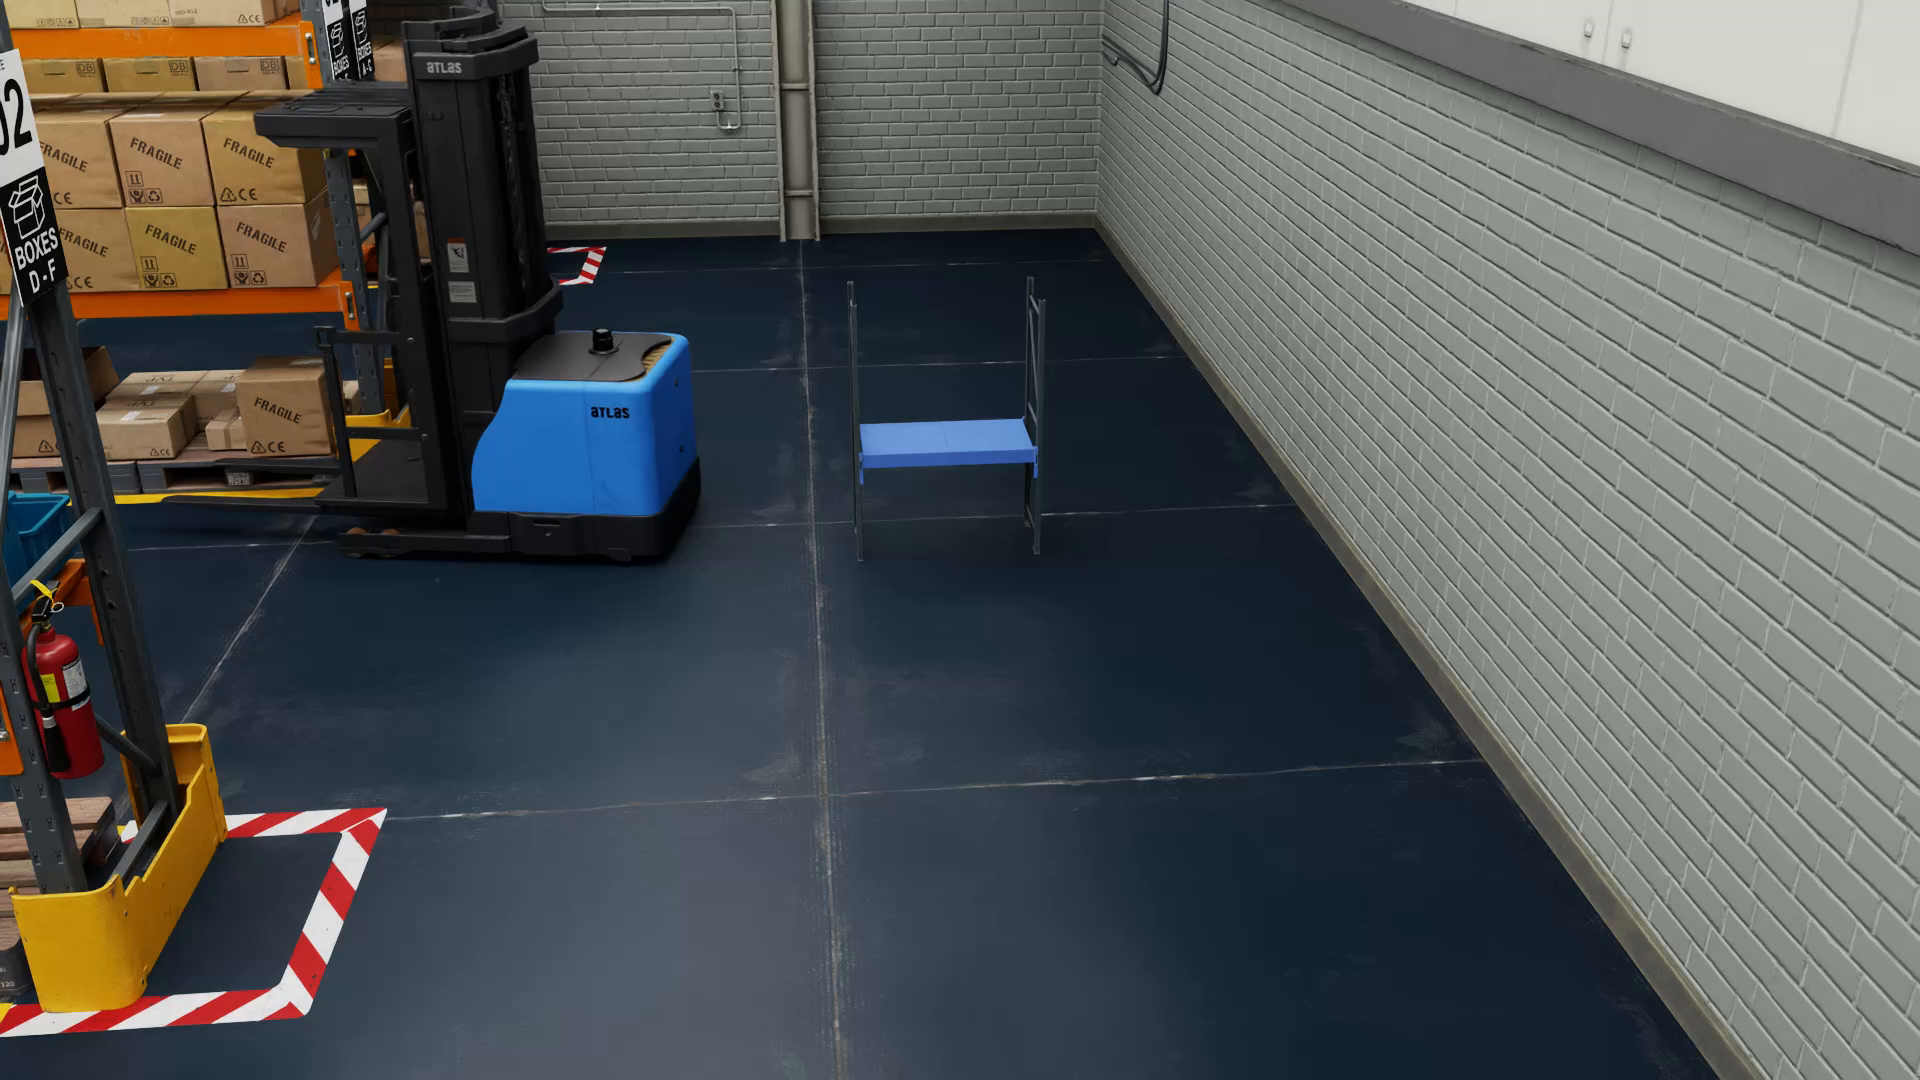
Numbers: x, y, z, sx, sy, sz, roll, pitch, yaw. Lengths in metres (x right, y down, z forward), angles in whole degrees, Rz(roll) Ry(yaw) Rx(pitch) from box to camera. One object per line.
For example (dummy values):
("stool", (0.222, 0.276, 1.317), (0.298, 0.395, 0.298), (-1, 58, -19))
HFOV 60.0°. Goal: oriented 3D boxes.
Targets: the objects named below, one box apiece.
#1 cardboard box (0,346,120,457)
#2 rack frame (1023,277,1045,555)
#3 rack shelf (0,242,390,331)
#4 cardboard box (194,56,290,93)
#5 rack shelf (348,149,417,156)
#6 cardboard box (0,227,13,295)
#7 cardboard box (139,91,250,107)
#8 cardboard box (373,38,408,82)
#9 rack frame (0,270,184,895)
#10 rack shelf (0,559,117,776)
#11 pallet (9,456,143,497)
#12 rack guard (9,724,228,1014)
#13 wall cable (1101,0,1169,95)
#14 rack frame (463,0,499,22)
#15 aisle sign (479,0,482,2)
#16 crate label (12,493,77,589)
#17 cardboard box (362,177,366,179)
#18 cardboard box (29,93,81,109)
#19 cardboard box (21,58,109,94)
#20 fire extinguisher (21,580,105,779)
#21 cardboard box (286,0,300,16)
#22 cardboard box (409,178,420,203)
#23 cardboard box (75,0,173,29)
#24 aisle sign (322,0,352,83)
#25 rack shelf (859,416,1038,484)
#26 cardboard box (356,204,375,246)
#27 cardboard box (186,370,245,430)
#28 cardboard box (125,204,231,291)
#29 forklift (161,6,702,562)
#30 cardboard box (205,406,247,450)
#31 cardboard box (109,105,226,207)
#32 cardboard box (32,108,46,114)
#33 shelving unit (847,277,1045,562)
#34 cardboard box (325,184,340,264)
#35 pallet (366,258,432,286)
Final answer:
("cardboard box", (-5.807, -0.893, 10.598), (0.637, 0.503, 0.797), (-2, 24, -5))
("rack frame", (0.421, -0.702, 9.483), (0.032, 1.500, 0.500), (-2, 24, -5))
("rack shelf", (-5.686, -1.507, 10.333), (4.000, 0.370, 1.077), (-2, 24, -5))
("cardboard box", (-6.176, -3.970, 14.619), (0.700, 0.700, 0.980), (-3, 24, -8))
("rack shelf", (-6.177, -3.509, 14.837), (4.000, 0.370, 1.077), (-2, 24, -5))
("cardboard box", (-5.629, -1.773, 9.923), (0.500, 0.500, 0.500), (-3, 24, -6))
("cardboard box", (-4.683, -2.483, 10.289), (0.500, 0.500, 0.500), (-2, 24, -5))
("cardboard box", (-4.693, -4.030, 14.755), (0.700, 0.700, 0.980), (-1, 24, -3))
("rack frame", (-3.213, 0.087, 5.861), (0.127, 3.000, 1.000), (-2, 24, -5))
("rack shelf", (-5.203, 0.496, 5.828), (4.000, 0.370, 1.077), (-2, 24, -5))
("pallet", (-5.776, -0.558, 10.747), (1.213, 0.211, 1.003), (-2, 24, -5))
("rack guard", (-3.190, 1.223, 6.383), (0.348, 0.500, 1.175), (-2, 24, -5))
("wall cable", (1.477, -5.321, 14.466), (0.112, 2.526, 3.097), (-2, 24, -5))
("rack frame", (-4.186, -3.917, 14.871), (0.127, 3.000, 1.000), (-2, 24, -5))
("aisle sign", (-4.085, -4.987, 14.076), (0.004, 0.787, 0.394), (-2, 24, -5))
("crate label", (-3.491, 0.013, 6.160), (0.303, 0.233, 0.416), (-2, 24, -5))
("cardboard box", (-5.273, -3.260, 15.154), (0.250, 0.149, 0.380), (-2, 24, -5))
("cardboard box", (-5.687, -2.444, 10.202), (0.500, 0.500, 0.500), (-3, 24, -6))
("cardboard box", (-7.626, -3.910, 14.484), (0.700, 0.700, 0.980), (-2, 24, -4))
("fire extinguisher", (-3.018, 0.470, 5.553), (0.183, 0.674, 0.296), (-2, 24, -5))
("cardboard box", (-4.232, -3.300, 9.972), (0.500, 0.250, 0.500), (-2, 24, -5))
("cardboard box", (-4.983, -3.116, 14.830), (0.250, 0.149, 0.380), (-3, 24, -6))
("cardboard box", (-4.680, -3.075, 9.466), (0.500, 0.250, 0.500), (-2, 24, -5))
("aisle sign", (-3.598, -2.982, 9.566), (0.004, 0.787, 0.394), (-2, 24, -5))
("rack shelf", (-0.085, -0.518, 9.511), (1.000, 0.185, 0.538), (-2, 24, -5))
("cardboard box", (-5.371, -2.879, 15.094), (0.500, 0.500, 0.700), (-2, 24, -5))
("cardboard box", (-4.762, -0.933, 10.999), (0.500, 0.250, 0.500), (-2, 24, -5))
("cardboard box", (-4.631, -1.811, 10.008), (0.500, 0.500, 0.500), (-2, 24, -5))
("forklift", (-3.136, -1.445, 9.391), (3.031, 2.935, 1.130), (2, 24, 5))
("cardboard box", (-4.625, -0.721, 10.625), (0.250, 0.166, 0.380), (-2, 24, -5))
("cardboard box", (-4.614, -2.269, 9.807), (0.500, 0.500, 0.500), (-2, 24, -4))
("cardboard box", (-5.641, -2.225, 9.710), (0.500, 0.500, 0.500), (-2, 24, -4))
("shelving unit", (-0.085, -0.682, 9.438), (1.048, 1.500, 0.538), (-2, 24, -5))
("cardboard box", (-4.163, -2.050, 10.546), (0.500, 0.500, 0.500), (-2, 24, -4))
("pallet", (-4.974, -2.580, 15.294), (1.213, 0.211, 1.003), (-2, 24, -5))
